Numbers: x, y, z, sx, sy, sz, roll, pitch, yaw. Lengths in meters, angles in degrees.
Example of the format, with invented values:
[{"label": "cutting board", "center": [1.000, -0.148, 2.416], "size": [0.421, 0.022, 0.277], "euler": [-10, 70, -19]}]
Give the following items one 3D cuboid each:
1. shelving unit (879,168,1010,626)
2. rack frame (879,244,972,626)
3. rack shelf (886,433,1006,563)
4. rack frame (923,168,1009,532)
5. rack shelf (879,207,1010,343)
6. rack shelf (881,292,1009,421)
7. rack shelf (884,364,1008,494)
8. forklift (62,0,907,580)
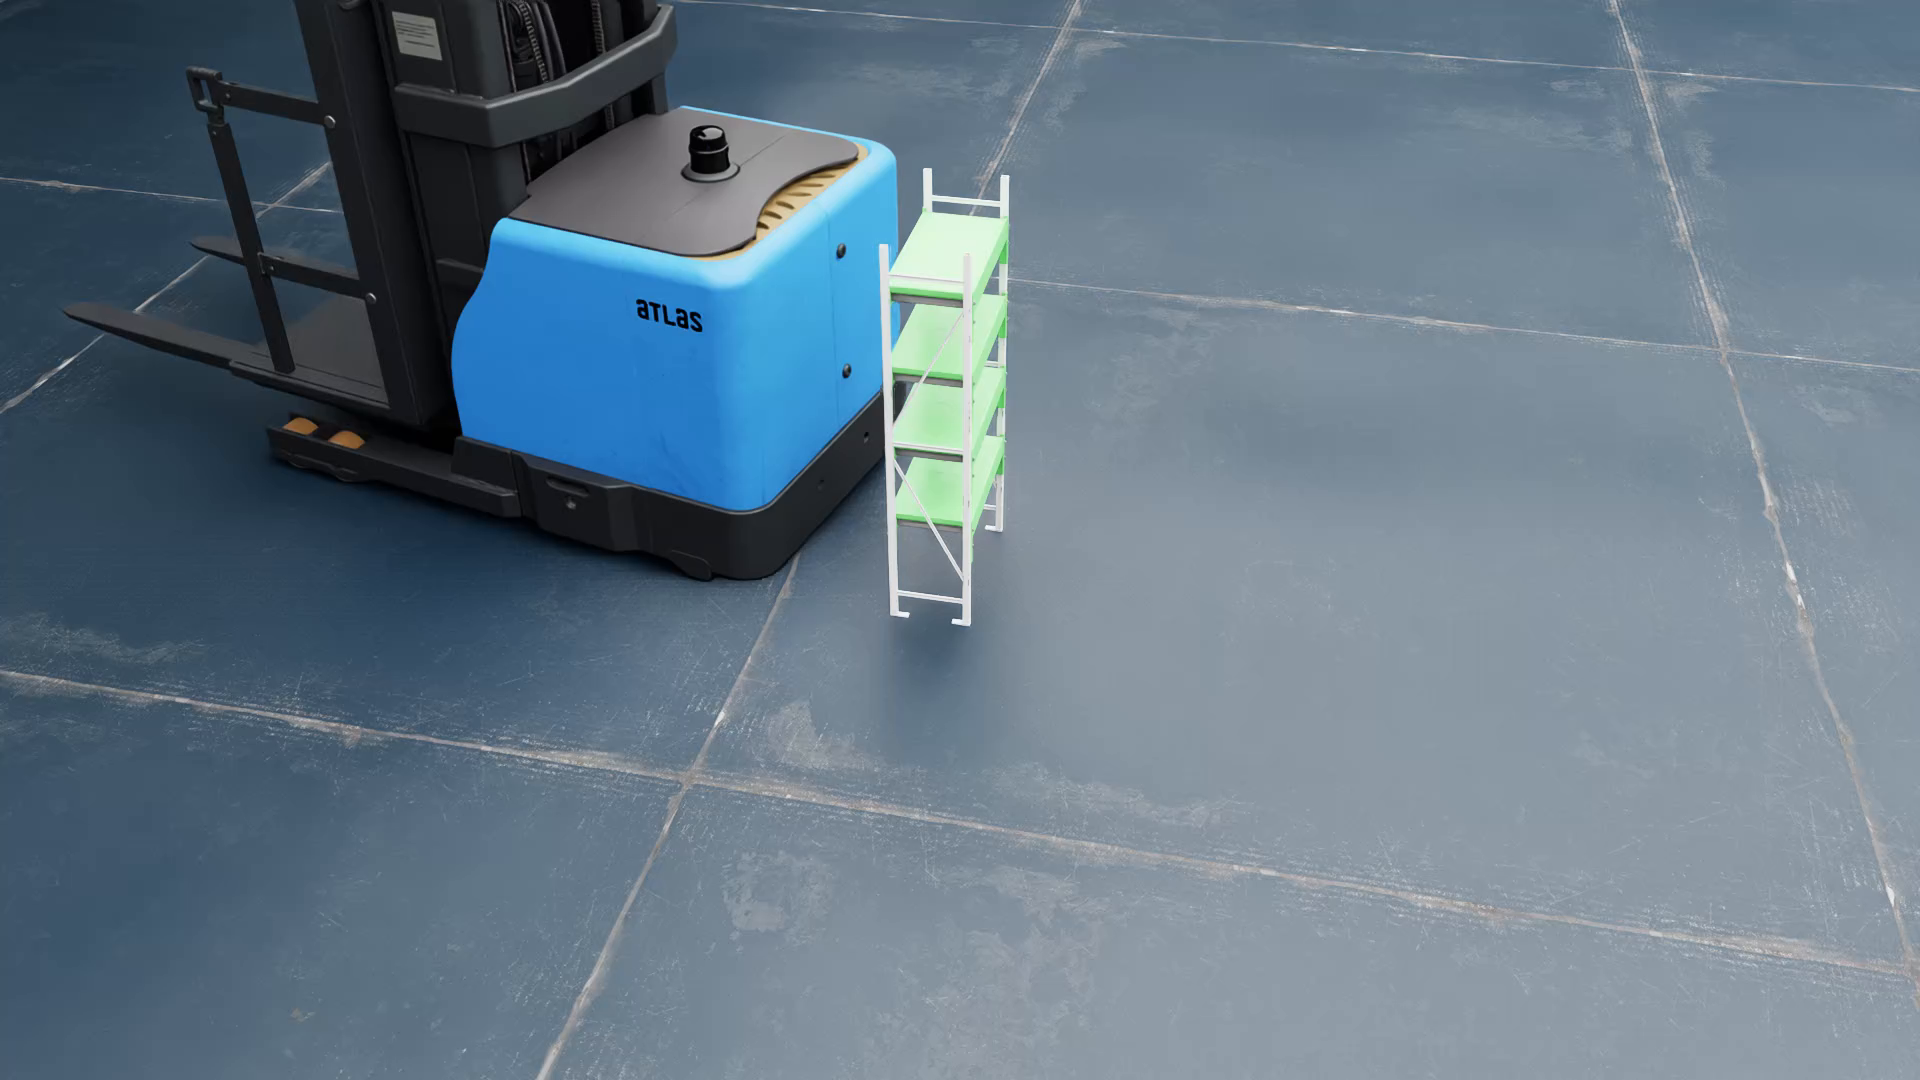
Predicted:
[{"label": "shelving unit", "center": [-0.035, -0.391, 4.767], "size": [0.258, 1.200, 0.503], "euler": [7, 37, 10]}, {"label": "rack frame", "center": [-0.087, -0.251, 4.574], "size": [0.240, 1.200, 0.015], "euler": [7, 37, 10]}, {"label": "rack shelf", "center": [-0.035, -0.145, 4.945], "size": [0.258, 0.148, 0.480], "euler": [7, 37, 10]}, {"label": "rack frame", "center": [0.017, -0.531, 4.960], "size": [0.240, 1.200, 0.015], "euler": [7, 37, 10]}, {"label": "rack shelf", "center": [-0.035, -0.728, 4.523], "size": [0.258, 0.148, 0.480], "euler": [7, 37, 10]}, {"label": "rack shelf", "center": [-0.035, -0.534, 4.664], "size": [0.258, 0.148, 0.480], "euler": [7, 37, 10]}, {"label": "rack shelf", "center": [-0.035, -0.339, 4.804], "size": [0.258, 0.148, 0.480], "euler": [7, 37, 10]}, {"label": "forklift", "center": [-1.740, -1.643, 5.019], "size": [3.031, 2.935, 1.130], "euler": [15, 39, 20]}]
